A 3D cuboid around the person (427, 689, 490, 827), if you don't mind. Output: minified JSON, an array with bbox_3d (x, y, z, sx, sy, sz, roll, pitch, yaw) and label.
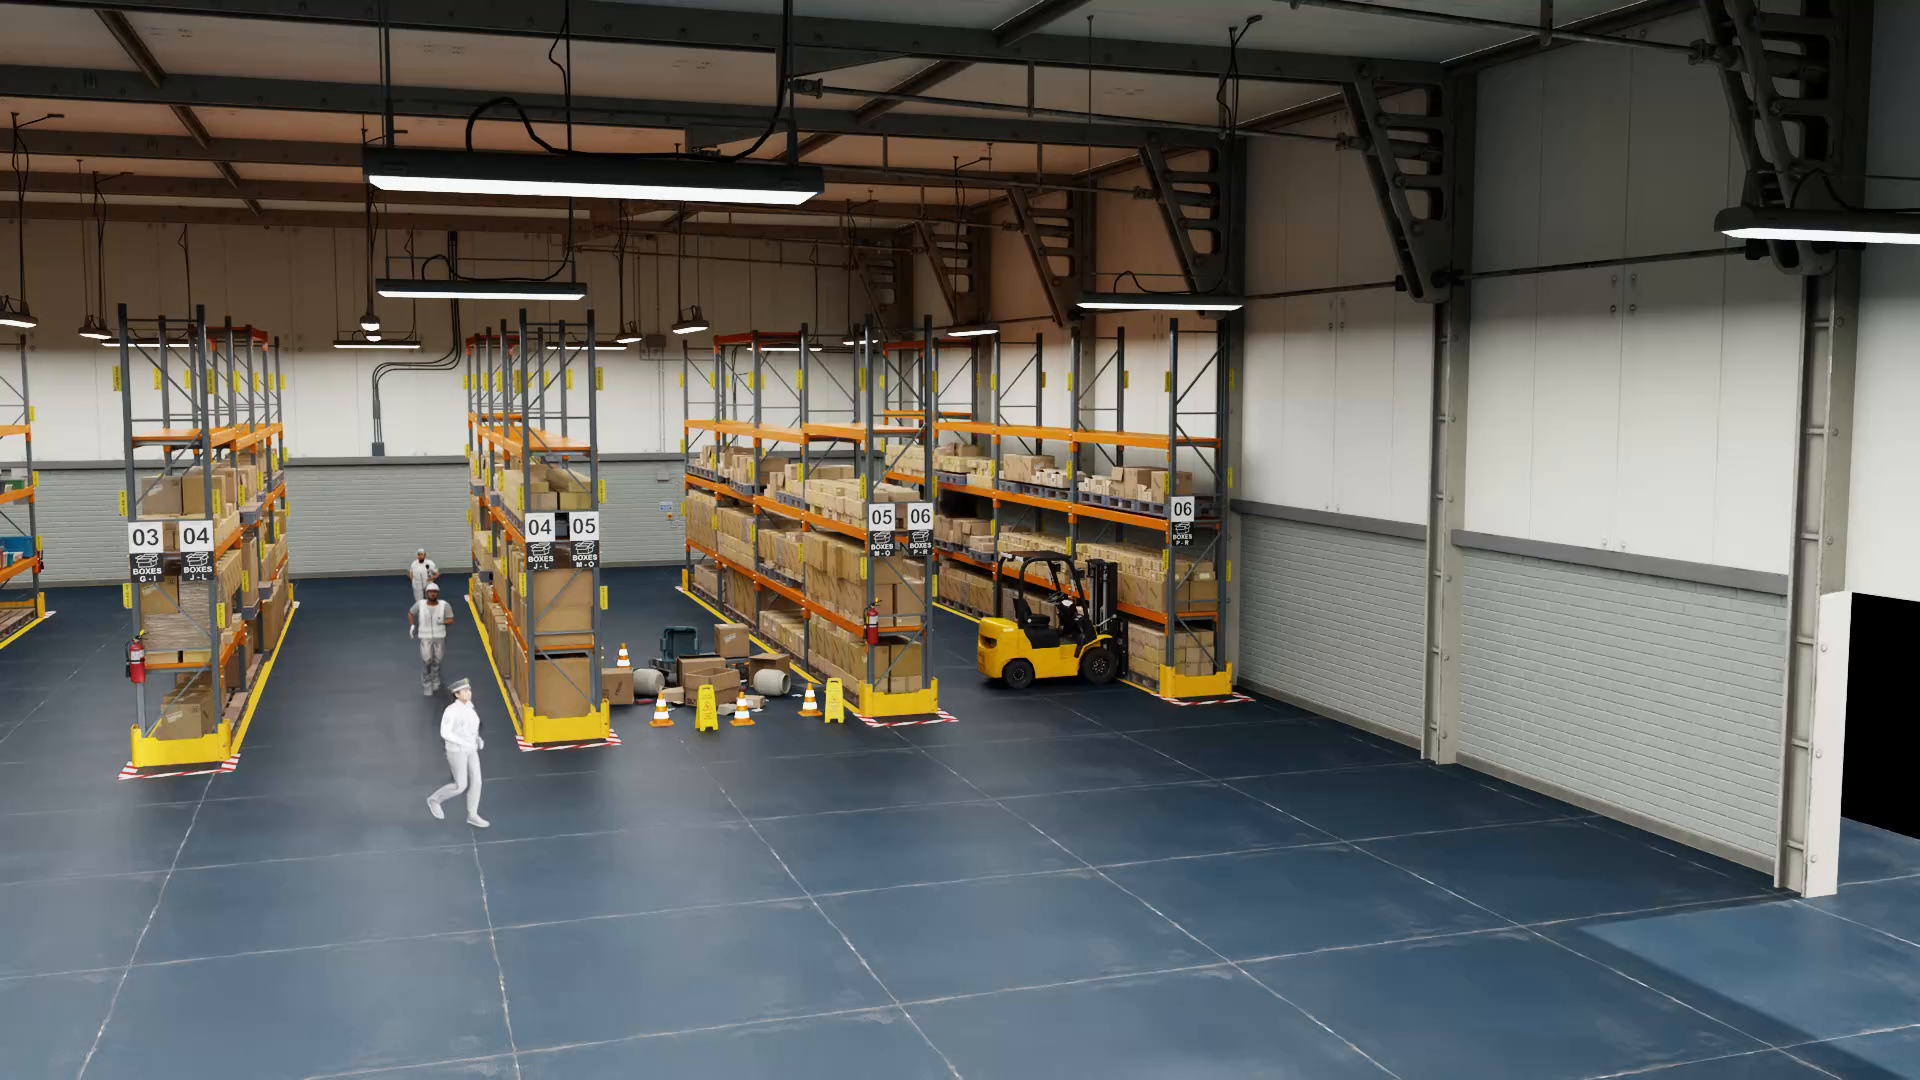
[{"bbox_3d":[-5.671,2.417,18.827,0.737,1.646,0.644,2,6,18],"label":"person"}]

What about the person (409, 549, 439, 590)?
[{"bbox_3d":[-10.817,1.004,33.582,0.598,1.677,0.812,-1,6,-14],"label":"person"}]

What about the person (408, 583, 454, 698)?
[{"bbox_3d":[-8.429,1.597,26.580,0.669,1.815,0.683,-2,6,-24],"label":"person"}]
